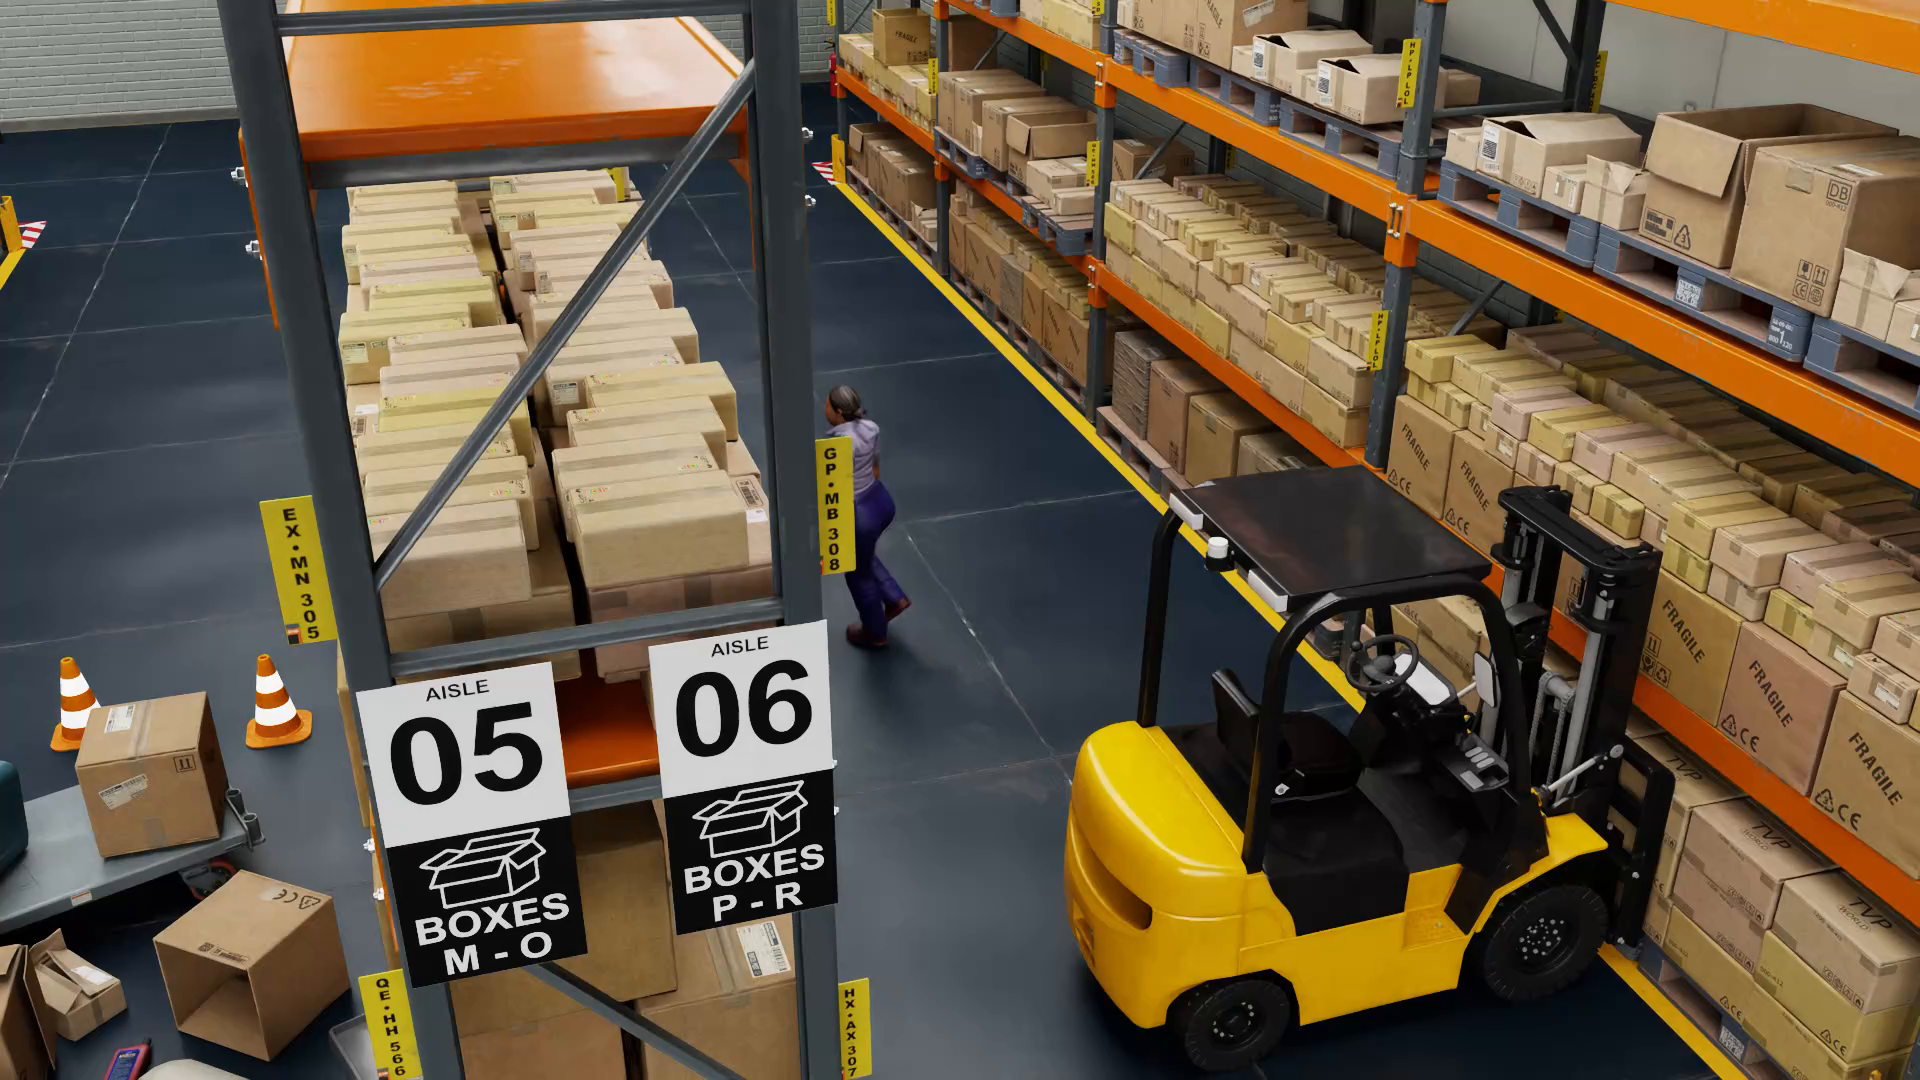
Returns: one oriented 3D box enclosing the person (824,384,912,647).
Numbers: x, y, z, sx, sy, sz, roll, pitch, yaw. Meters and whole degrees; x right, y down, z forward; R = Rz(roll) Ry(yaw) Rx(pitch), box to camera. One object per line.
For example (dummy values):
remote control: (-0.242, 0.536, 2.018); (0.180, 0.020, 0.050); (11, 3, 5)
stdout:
person: (-0.569, -0.131, 9.599); (0.477, 1.638, 0.576); (14, 30, 25)
